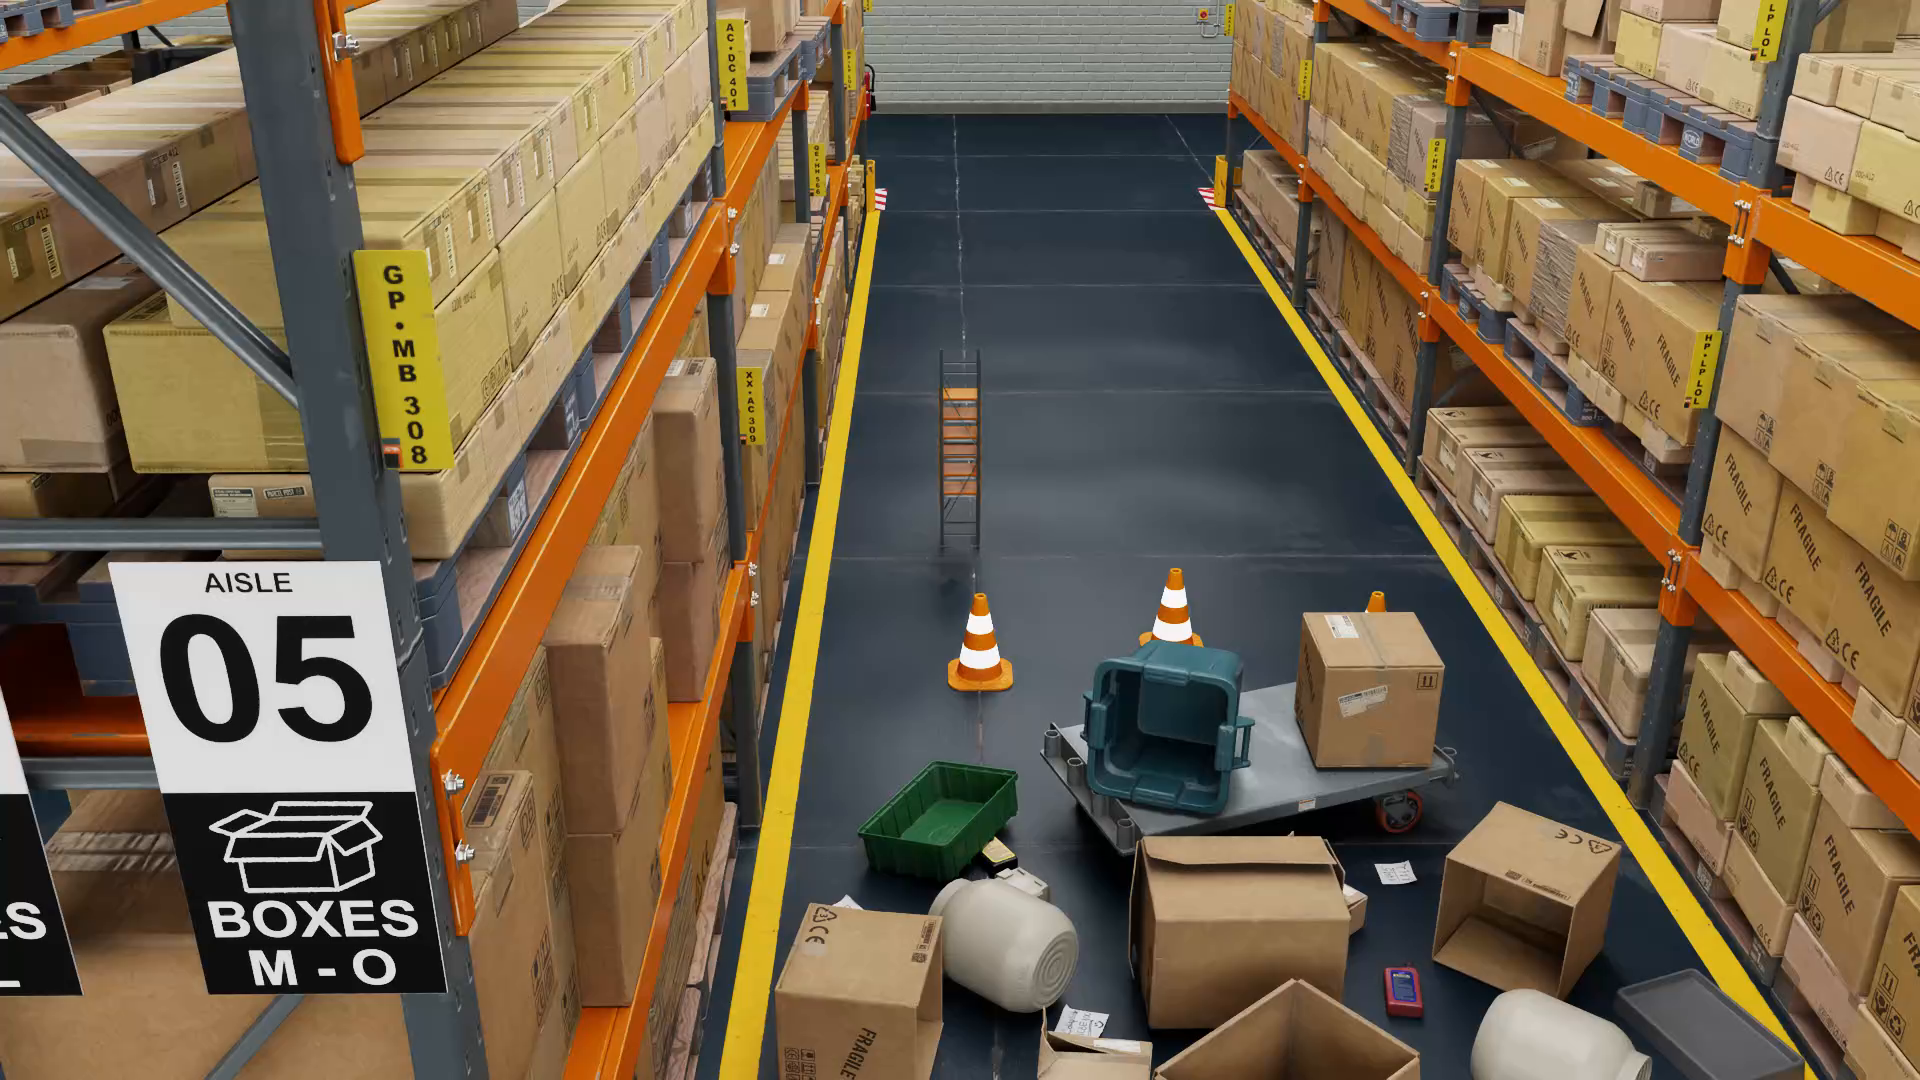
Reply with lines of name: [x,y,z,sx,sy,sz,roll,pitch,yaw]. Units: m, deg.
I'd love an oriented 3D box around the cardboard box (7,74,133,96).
cardboard box: [-6.404,-3.117,12.162,0.797,0.503,0.637,1,24,1]

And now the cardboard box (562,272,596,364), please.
cardboard box: [-1.041,-0.500,3.749,0.380,0.149,0.250,0,24,0]

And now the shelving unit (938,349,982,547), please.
shelving unit: [0.000,-0.541,9.990,0.258,1.200,0.189,0,24,-1]

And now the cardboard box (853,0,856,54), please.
cardboard box: [-1.238,-4.853,15.645,0.500,0.500,0.500,-1,24,-2]

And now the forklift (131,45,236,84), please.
forklift: [-4.086,-1.119,9.167,1.130,2.935,3.031,2,24,5]

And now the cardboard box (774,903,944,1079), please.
cardboard box: [-0.347,1.673,5.942,0.500,0.500,0.500,4,25,9]

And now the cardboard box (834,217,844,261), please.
cardboard box: [-1.216,-2.485,13.718,0.500,0.250,0.500,-1,24,-2]

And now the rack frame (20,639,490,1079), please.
rack frame: [-1.346,1.548,3.187,1.000,3.000,0.127,0,24,-1]

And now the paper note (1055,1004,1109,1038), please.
paper note: [0.455,1.808,6.226,0.172,0.023,0.155,8,26,18]

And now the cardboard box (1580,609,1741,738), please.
cardboard box: [3.551,0.626,7.906,0.950,0.372,0.625,0,24,0]

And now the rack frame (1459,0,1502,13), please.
rack frame: [3.515,-4.546,9.381,1.000,3.000,0.127,0,24,-1]

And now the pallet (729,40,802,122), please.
pallet: [-1.358,-2.303,8.292,1.003,0.211,1.213,1,24,2]

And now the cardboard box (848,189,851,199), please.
cardboard box: [-1.265,-3.347,16.239,0.380,0.149,0.250,0,24,0]

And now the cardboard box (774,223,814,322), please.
cardboard box: [-1.160,-1.610,10.048,0.500,0.500,0.500,0,24,-1]

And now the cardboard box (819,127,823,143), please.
cardboard box: [-1.264,-3.123,12.948,0.380,0.149,0.250,-1,24,-2]

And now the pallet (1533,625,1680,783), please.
pallet: [3.549,0.786,8.257,1.003,0.211,1.213,0,24,-1]

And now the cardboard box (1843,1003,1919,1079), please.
cardboard box: [3.316,1.785,5.491,0.500,0.250,0.500,-1,24,-2]

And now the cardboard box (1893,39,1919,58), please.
cardboard box: [3.953,-1.896,6.835,0.500,0.250,0.500,-1,24,-2]

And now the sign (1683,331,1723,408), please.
sign: [3.004,-0.688,6.725,0.100,0.325,0.005,0,24,-1]

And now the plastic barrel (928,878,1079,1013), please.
plastic barrel: [0.157,1.534,6.344,0.512,0.421,0.421,19,30,35]

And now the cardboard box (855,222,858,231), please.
cardboard box: [-1.221,-3.187,16.607,0.380,0.149,0.250,0,24,0]

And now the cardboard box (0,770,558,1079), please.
cardboard box: [-1.311,0.835,3.272,0.875,0.550,0.550,0,24,-1]

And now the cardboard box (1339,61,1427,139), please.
cardboard box: [3.225,-3.363,12.711,0.500,0.500,0.500,-1,24,-2]

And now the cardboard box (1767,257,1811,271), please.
cardboard box: [3.843,-1.141,8.141,0.500,0.500,0.500,0,24,-1]

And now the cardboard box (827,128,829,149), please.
cardboard box: [-1.275,-3.311,13.726,0.380,0.149,0.250,-1,24,-2]

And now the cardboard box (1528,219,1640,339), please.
cardboard box: [3.312,-1.359,8.622,0.500,0.500,0.500,-1,24,-3]

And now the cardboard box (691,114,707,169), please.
cardboard box: [-1.063,-1.337,5.600,0.380,0.149,0.250,0,24,0]

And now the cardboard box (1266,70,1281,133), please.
cardboard box: [3.180,-4.115,15.588,0.500,0.500,0.500,-1,24,-1]

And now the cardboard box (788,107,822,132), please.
cardboard box: [-1.270,-3.255,12.880,0.380,0.149,0.250,0,24,-1]

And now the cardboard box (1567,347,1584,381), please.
cardboard box: [3.281,-0.872,8.334,0.380,0.149,0.250,0,24,-1]

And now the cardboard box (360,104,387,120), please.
cardboard box: [-1.645,-0.944,4.247,0.500,0.250,0.500,0,24,0]

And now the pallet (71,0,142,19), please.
pallet: [-6.469,-3.774,11.544,1.003,0.211,1.213,1,24,2]

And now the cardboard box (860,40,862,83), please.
cardboard box: [-1.258,-4.830,16.806,0.500,0.500,0.500,-1,24,-1]

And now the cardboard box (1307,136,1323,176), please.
cardboard box: [3.212,-3.210,13.889,0.500,0.250,0.500,-1,24,-2]

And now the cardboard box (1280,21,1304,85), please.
cardboard box: [3.193,-4.364,14.924,0.500,0.500,0.500,-1,24,-1]

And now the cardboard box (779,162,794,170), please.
cardboard box: [-1.250,-2.398,10.986,0.380,0.149,0.250,-1,24,-2]

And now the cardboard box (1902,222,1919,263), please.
cardboard box: [3.340,-0.974,5.428,0.380,0.149,0.250,0,24,1]

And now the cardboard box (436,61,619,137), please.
cardboard box: [-1.047,-1.073,4.048,0.380,0.149,0.250,0,24,0]

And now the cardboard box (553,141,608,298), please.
cardboard box: [-1.108,-0.740,3.796,0.500,0.250,0.500,0,24,-1]

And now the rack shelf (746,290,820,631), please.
rack shelf: [-1.412,-0.597,8.802,1.077,0.370,4.000,0,24,-1]

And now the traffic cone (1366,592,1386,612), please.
traffic cone: [2.145,0.487,8.611,0.336,0.463,0.334,0,24,-1]

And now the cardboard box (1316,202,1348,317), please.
cardboard box: [3.558,-2.429,14.049,0.875,0.875,0.875,0,24,1]

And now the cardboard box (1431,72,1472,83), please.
cardboard box: [3.747,-3.143,12.225,0.500,0.500,0.500,0,24,0]

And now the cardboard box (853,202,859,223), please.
cardboard box: [-1.189,-3.210,16.297,0.380,0.149,0.250,0,24,0]

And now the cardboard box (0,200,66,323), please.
cardboard box: [-1.689,-0.442,2.653,0.380,0.149,0.250,0,24,0]

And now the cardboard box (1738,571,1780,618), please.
cardboard box: [3.296,0.186,6.505,0.380,0.149,0.250,0,24,1]

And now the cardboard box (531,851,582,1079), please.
cardboard box: [-1.423,1.101,3.995,0.875,0.550,0.550,0,24,-1]

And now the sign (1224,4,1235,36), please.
sign: [2.873,-5.539,17.711,0.100,0.325,0.005,0,24,-1]

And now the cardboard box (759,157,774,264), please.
cardboard box: [-1.432,-1.856,9.379,0.700,0.500,0.500,-1,24,-1]

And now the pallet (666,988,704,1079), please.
pallet: [-1.443,1.988,5.598,1.003,0.211,1.213,0,24,-1]

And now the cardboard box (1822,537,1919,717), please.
cardboard box: [3.306,0.251,5.572,0.500,0.500,0.500,0,24,-1]

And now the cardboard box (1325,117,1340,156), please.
cardboard box: [3.228,-3.223,13.311,0.500,0.250,0.500,0,24,0]

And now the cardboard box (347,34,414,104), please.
cardboard box: [-1.710,-1.277,4.499,0.380,0.149,0.250,0,24,-1]

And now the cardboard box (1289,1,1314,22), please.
cardboard box: [3.203,-4.802,15.105,0.380,0.149,0.250,0,24,-1]

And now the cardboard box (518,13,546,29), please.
cardboard box: [-1.623,-2.143,7.260,0.500,0.250,0.500,0,24,-1]

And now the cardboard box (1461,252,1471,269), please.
cardboard box: [3.333,-1.754,10.284,0.380,0.149,0.250,-2,24,-4]

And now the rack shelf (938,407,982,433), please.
rack shelf: [0.000,-0.719,9.909,0.258,0.103,0.180,0,24,-1]

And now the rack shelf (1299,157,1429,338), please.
rack shelf: [3.493,-2.309,12.588,1.077,0.370,4.000,0,24,-1]

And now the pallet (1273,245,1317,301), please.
pallet: [3.542,-2.504,15.530,1.003,0.211,1.213,0,24,-1]
